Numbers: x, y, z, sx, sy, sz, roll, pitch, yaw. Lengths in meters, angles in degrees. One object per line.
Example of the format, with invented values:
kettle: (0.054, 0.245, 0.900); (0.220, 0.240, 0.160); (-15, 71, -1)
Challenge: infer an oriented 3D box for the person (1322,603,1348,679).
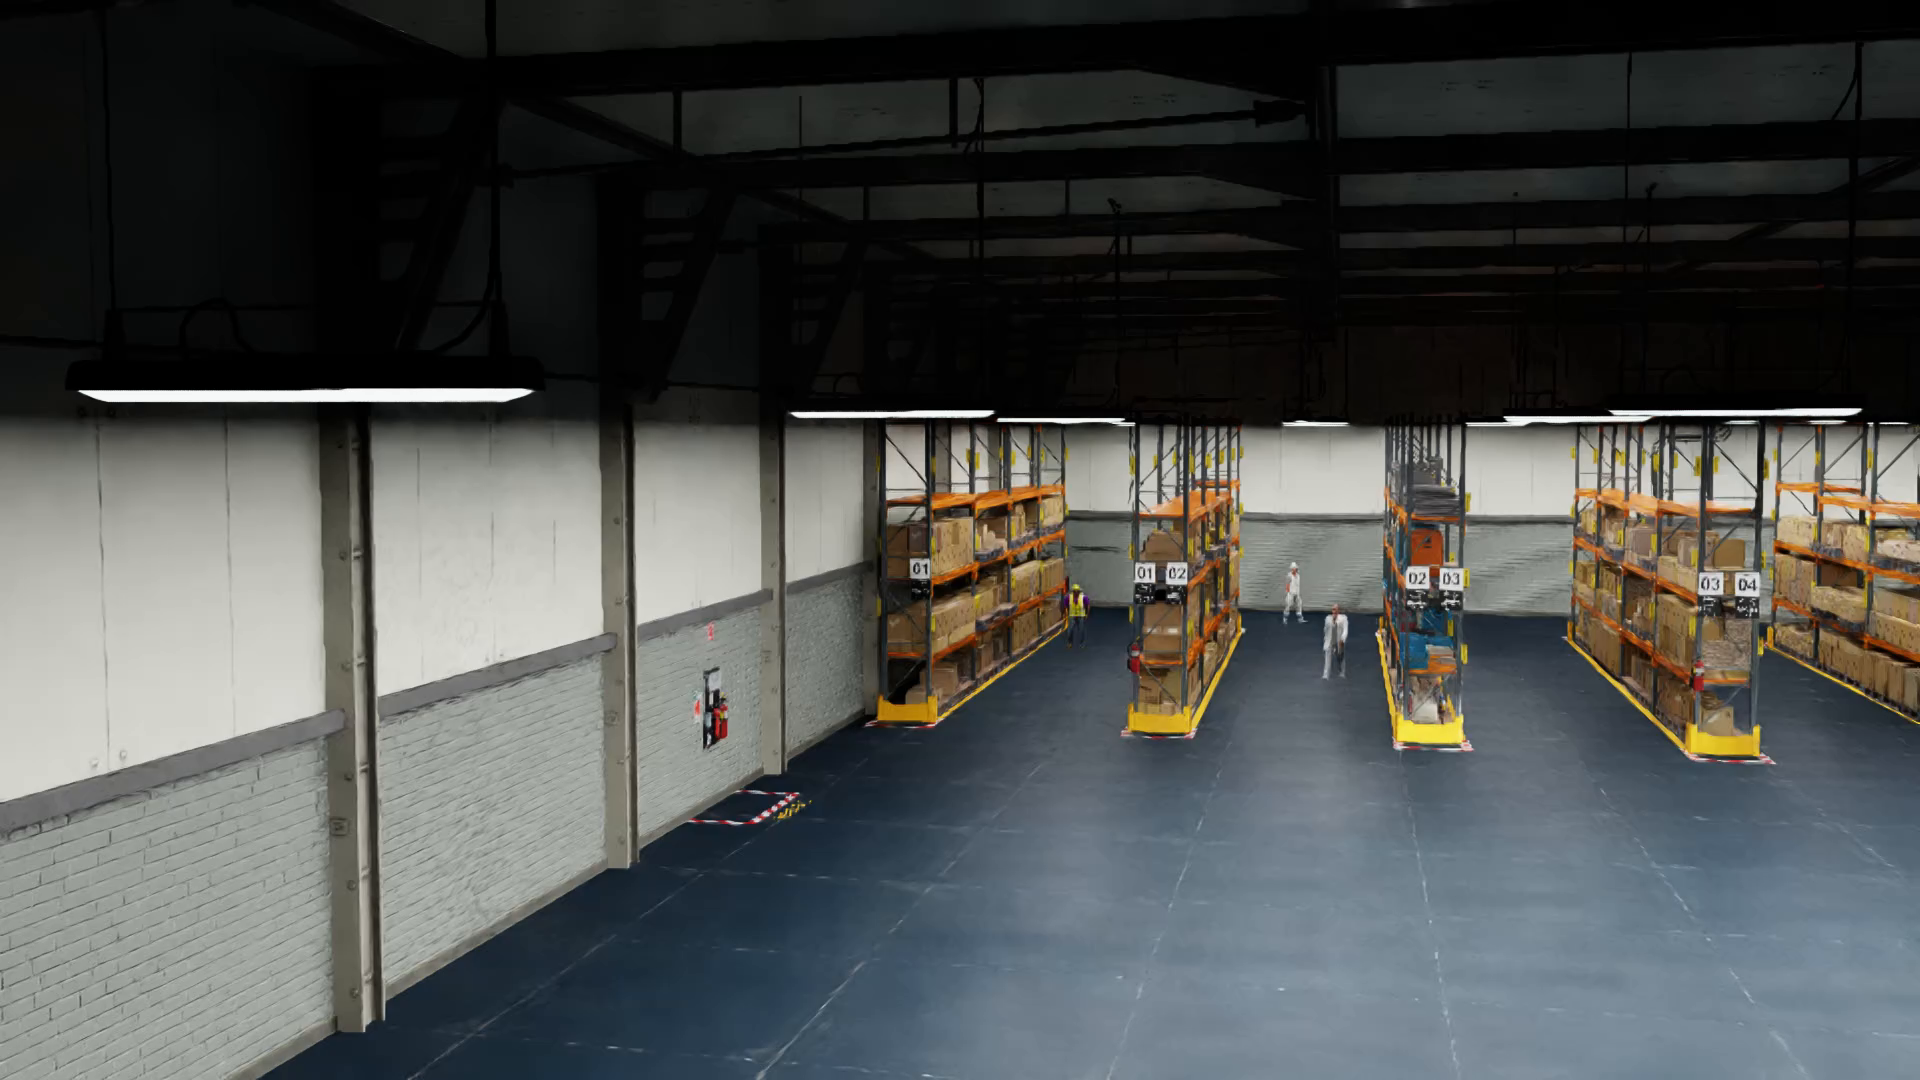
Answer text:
person: (8.540, 2.392, 37.791); (0.573, 1.518, 1.102); (2, 4, 22)

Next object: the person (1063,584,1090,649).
person: (3.001, 1.972, 42.916); (0.719, 1.714, 0.578); (1, 4, 11)

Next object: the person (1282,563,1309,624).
person: (9.731, 1.549, 48.357); (0.718, 1.780, 0.568); (-3, 5, -38)
